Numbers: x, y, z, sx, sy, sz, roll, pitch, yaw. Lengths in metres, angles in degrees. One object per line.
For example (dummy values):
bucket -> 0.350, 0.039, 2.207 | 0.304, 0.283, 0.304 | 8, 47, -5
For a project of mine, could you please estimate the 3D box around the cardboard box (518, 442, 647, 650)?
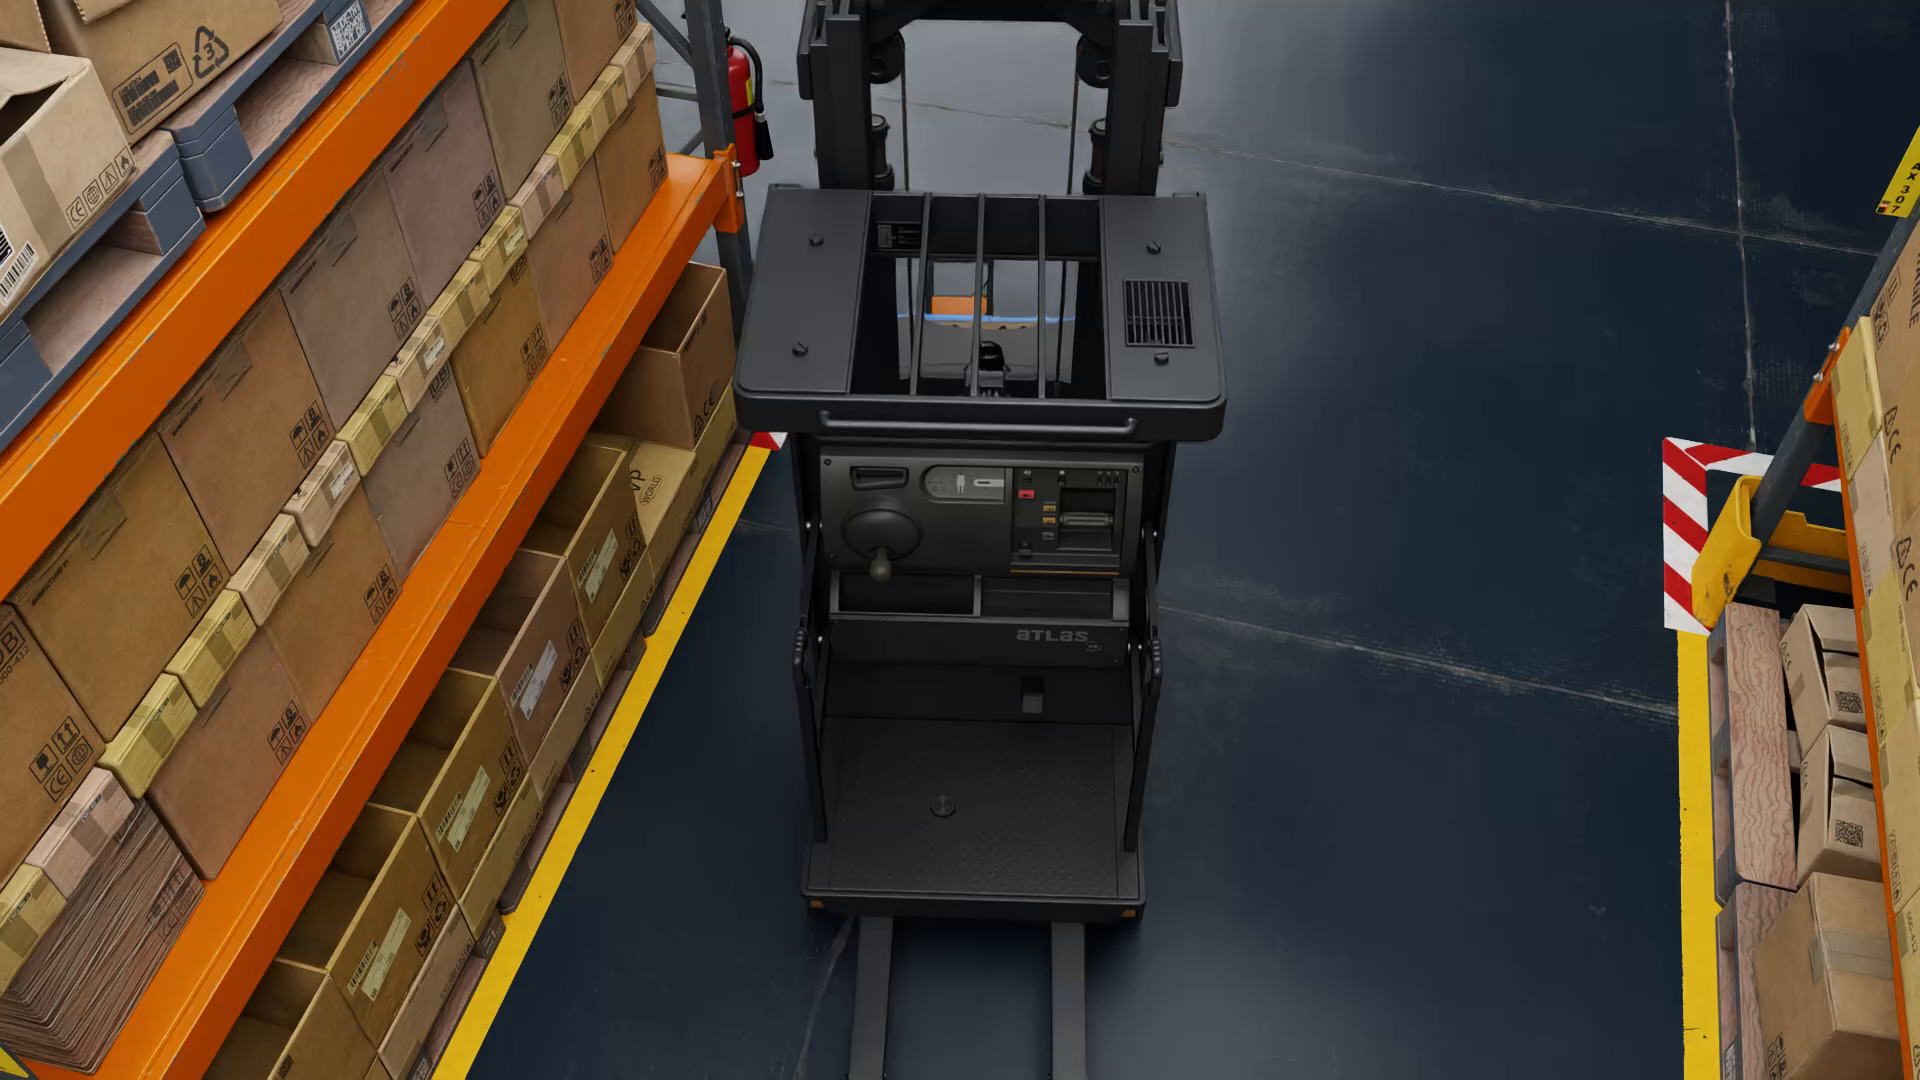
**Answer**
cardboard box -> -1.440, -0.011, 5.731 | 0.500, 0.500, 0.500 | 12, 50, 10

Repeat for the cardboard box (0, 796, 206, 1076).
cardboard box -> -2.279, 0.832, 3.868 | 0.700, 0.500, 0.500 | 10, 49, 9

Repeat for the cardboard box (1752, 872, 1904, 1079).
cardboard box -> 2.783, 1.366, 4.837 | 0.700, 0.500, 0.500 | 9, 49, 8

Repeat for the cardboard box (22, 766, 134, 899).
cardboard box -> -2.066, 0.601, 3.638 | 0.380, 0.149, 0.250 | 12, 50, 11

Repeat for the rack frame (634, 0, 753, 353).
rack frame -> -1.337, -1.706, 6.174 | 1.000, 3.000, 0.127 | 12, 50, 10

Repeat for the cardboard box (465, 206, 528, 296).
cardboard box -> -1.525, -0.894, 4.958 | 0.380, 0.149, 0.250 | 13, 50, 11

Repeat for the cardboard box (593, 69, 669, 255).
cardboard box -> -1.472, -1.404, 5.841 | 0.700, 0.500, 0.500 | 12, 50, 10

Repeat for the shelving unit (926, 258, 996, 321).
shelving unit -> 0.000, -0.606, 6.403 | 0.258, 1.200, 0.189 | 1, 49, 1

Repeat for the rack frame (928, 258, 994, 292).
rack frame -> 0.003, -0.674, 6.464 | 0.240, 1.200, 0.006 | 1, 49, 1

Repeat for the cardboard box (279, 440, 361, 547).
cardboard box -> -1.797, -0.150, 4.301 | 0.380, 0.149, 0.250 | 10, 49, 9

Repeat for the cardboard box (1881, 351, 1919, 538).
cardboard box -> 2.888, -0.295, 4.515 | 0.500, 0.500, 0.500 | 12, 50, 10

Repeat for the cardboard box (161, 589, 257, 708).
cardboard box -> -1.932, 0.224, 3.971 | 0.380, 0.149, 0.250 | 11, 50, 10

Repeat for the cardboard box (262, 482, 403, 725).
cardboard box -> -2.011, 0.087, 4.525 | 0.700, 0.500, 0.500 | 12, 50, 11

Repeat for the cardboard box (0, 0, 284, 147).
cardboard box -> -1.835, -1.192, 3.277 | 0.797, 0.503, 0.637 | 17, 51, 14

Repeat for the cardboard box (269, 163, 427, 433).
cardboard box -> -1.883, -0.687, 4.342 | 0.700, 0.500, 0.500 | 12, 50, 10

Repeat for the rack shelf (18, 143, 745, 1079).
rack shelf -> -1.863, -0.022, 5.167 | 1.077, 0.370, 4.000 | 12, 50, 10

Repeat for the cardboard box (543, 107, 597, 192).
cardboard box -> -1.388, -1.266, 5.286 | 0.380, 0.149, 0.250 | 11, 49, 9

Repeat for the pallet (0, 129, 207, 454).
pallet -> -2.190, -0.399, 3.078 | 1.003, 0.211, 1.213 | 12, 50, 10

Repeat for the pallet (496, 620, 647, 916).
pallet -> -1.821, 0.657, 5.948 | 1.003, 0.211, 1.213 | 12, 50, 10

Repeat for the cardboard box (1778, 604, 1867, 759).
cardboard box -> 3.174, 0.495, 5.731 | 0.500, 0.311, 0.500 | 7, 49, 6

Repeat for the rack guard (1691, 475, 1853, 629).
rack guard -> 3.423, 0.150, 6.203 | 1.175, 0.500, 0.348 | 12, 50, 10

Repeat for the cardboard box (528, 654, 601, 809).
cardboard box -> -1.576, 0.598, 5.694 | 0.500, 0.250, 0.500 | 12, 50, 10

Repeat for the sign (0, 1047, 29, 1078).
sign -> -1.864, 0.930, 3.128 | 0.100, 0.325, 0.005 | 12, 50, 10

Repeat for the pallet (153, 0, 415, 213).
pallet -> -1.867, -1.278, 3.855 | 1.003, 0.211, 1.213 | 12, 50, 10

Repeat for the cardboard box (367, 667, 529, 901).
cardboard box -> -1.703, 0.713, 5.093 | 0.500, 0.500, 0.500 | 12, 50, 10

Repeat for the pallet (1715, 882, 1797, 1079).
pallet -> 2.852, 1.706, 5.022 | 1.003, 0.211, 1.213 | 12, 50, 10

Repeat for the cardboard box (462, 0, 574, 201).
cardboard box -> -1.619, -1.414, 4.984 | 0.700, 0.500, 0.500 | 10, 49, 9

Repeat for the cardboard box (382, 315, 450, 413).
cardboard box -> -1.660, -0.518, 4.626 | 0.380, 0.149, 0.250 | 11, 49, 10

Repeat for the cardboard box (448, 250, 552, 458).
cardboard box -> -1.742, -0.666, 5.189 | 0.700, 0.500, 0.500 | 12, 50, 10

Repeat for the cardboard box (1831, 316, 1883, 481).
cardboard box -> 3.008, -0.398, 5.106 | 0.500, 0.250, 0.500 | 10, 49, 9

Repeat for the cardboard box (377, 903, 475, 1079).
cardboard box -> -1.839, 1.321, 5.056 | 0.500, 0.250, 0.500 | 12, 50, 10

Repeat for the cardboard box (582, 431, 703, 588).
cardboard box -> -1.313, -0.125, 6.333 | 0.500, 0.250, 0.500 | 12, 50, 10

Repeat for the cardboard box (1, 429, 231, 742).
cardboard box -> -2.147, 0.036, 3.704 | 0.700, 0.500, 0.500 | 11, 50, 10

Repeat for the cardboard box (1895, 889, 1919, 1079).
cardboard box -> 2.479, 1.077, 3.805 | 0.500, 0.250, 0.500 | 11, 50, 10

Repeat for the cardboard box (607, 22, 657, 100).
cardboard box -> -1.254, -1.640, 5.616 | 0.380, 0.149, 0.250 | 11, 49, 9

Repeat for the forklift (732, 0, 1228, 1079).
forklift -> 0.056, 0.034, 4.684 | 1.130, 2.935, 3.031 | 1, 49, 1

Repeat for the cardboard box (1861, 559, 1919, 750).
cardboard box -> 2.746, 0.347, 4.448 | 0.500, 0.250, 0.500 | 11, 49, 9

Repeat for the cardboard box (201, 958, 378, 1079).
cardboard box -> -1.966, 1.436, 4.455 | 0.500, 0.500, 0.500 | 12, 50, 10
